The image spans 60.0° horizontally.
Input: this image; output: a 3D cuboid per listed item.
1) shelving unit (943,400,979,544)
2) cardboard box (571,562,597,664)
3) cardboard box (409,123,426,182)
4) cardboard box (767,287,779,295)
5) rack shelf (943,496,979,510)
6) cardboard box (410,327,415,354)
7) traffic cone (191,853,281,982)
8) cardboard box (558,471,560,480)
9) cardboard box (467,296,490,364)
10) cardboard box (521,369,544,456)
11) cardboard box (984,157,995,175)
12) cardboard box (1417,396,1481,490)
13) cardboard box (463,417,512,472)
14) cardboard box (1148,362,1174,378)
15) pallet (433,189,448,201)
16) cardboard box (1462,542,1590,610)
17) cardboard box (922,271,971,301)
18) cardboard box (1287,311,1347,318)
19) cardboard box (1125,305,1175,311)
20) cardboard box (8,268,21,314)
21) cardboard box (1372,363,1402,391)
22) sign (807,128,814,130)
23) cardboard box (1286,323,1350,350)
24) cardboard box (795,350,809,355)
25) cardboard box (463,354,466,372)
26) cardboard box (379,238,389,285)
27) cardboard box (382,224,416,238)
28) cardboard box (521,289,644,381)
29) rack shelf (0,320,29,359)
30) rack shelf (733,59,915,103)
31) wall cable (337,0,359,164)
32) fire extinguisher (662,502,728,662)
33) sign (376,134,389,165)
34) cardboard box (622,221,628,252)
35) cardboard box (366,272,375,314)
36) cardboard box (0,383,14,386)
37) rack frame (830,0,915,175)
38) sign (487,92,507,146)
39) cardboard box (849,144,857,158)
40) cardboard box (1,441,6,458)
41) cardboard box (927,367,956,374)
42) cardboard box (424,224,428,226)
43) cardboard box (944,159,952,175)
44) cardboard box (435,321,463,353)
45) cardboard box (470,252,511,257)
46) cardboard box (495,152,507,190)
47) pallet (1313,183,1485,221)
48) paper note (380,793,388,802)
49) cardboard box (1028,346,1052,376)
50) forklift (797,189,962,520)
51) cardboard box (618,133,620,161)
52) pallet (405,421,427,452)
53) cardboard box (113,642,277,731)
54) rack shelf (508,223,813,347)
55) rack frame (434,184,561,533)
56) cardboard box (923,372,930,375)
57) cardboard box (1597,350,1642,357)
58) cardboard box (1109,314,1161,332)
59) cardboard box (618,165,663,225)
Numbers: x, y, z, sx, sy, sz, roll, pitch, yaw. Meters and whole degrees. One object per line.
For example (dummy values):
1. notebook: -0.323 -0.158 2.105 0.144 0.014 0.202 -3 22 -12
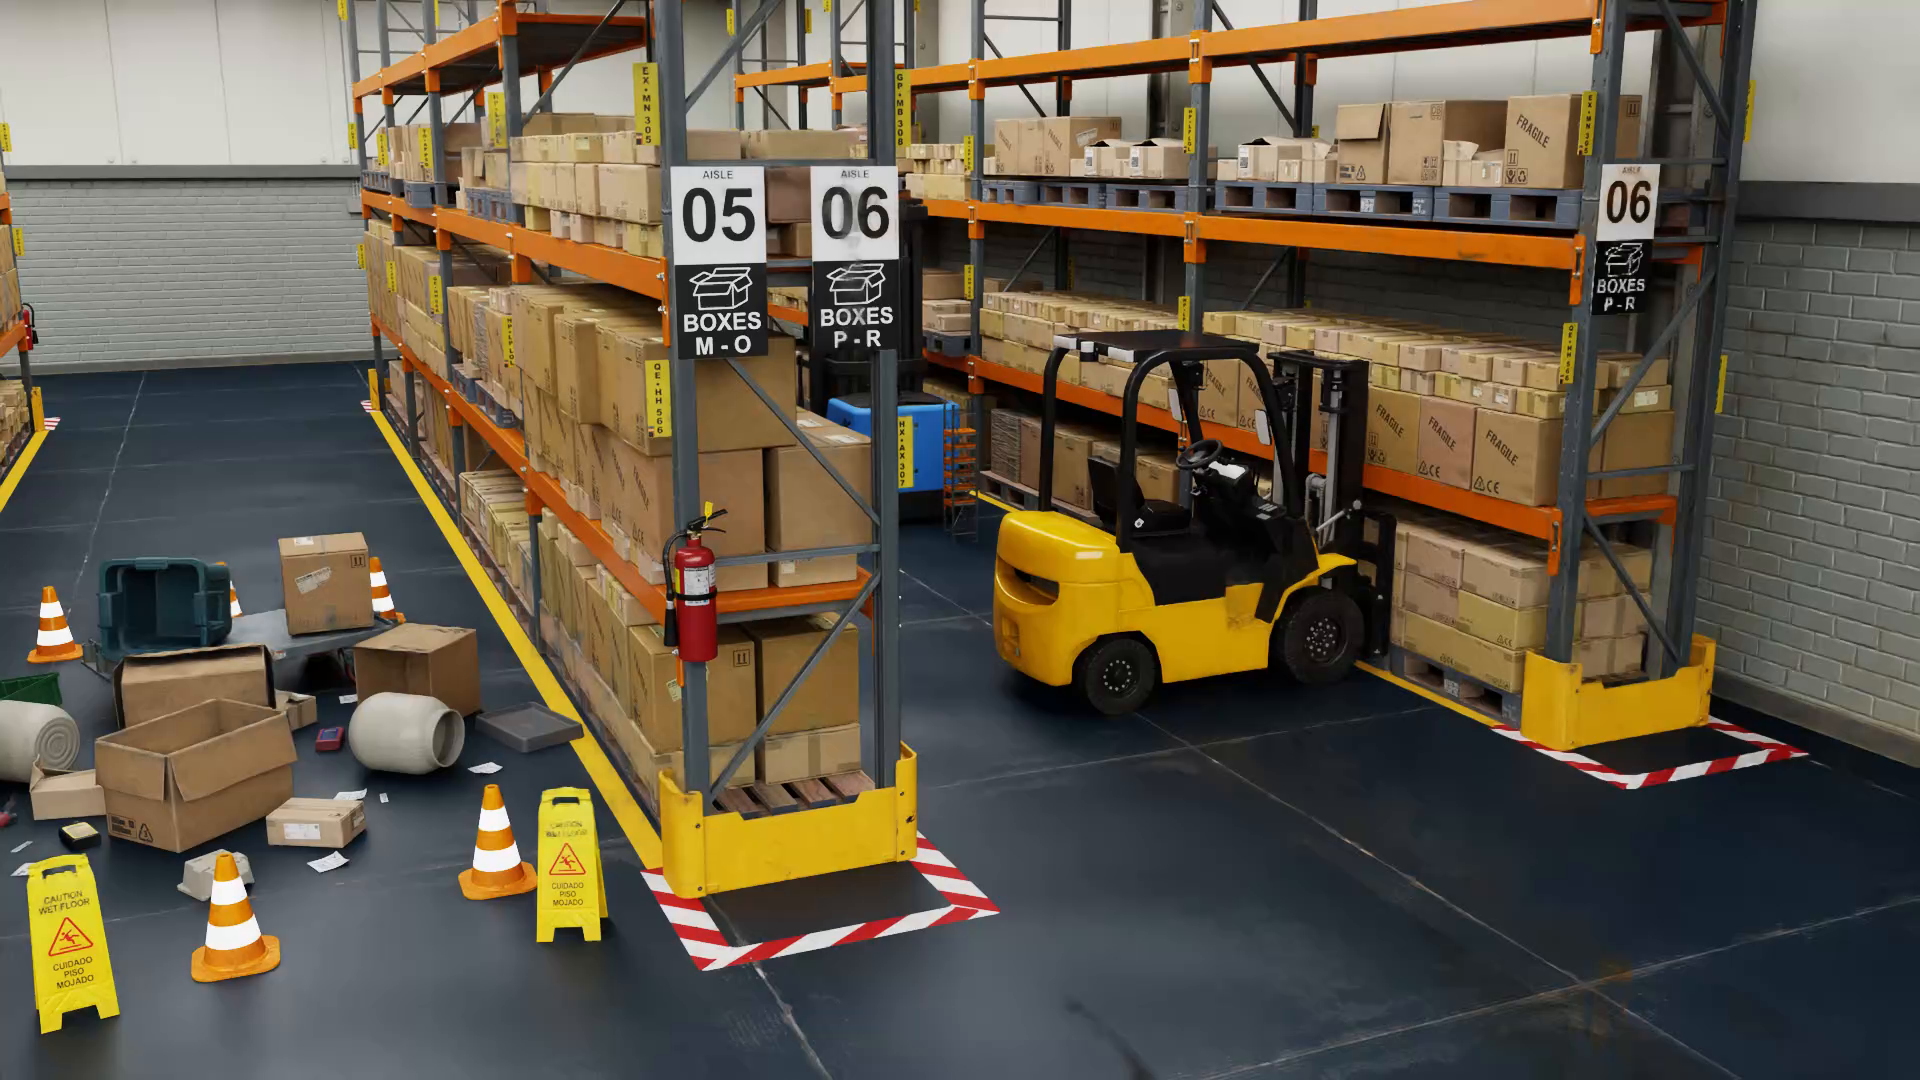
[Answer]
1. shelving unit: 0.006 -0.582 14.222 0.258 1.200 0.189 -6 14 -23
2. cardboard box: -1.939 0.382 9.573 0.500 0.500 0.500 -5 14 -20
3. cardboard box: -4.532 -3.480 14.947 0.700 0.500 0.500 -6 15 -26
4. cardboard box: -2.276 -3.425 22.188 0.500 0.250 0.500 -6 14 -24
5. rack shelf: 0.006 -0.304 14.286 0.258 0.103 0.180 -6 14 -23
6. cardboard box: -5.230 -2.002 16.701 0.500 0.250 0.500 -6 14 -23
7. traffic cone: -2.992 1.509 6.822 0.336 0.463 0.334 -6 14 -23
8. cardboard box: -2.244 -0.435 10.155 0.380 0.149 0.250 -6 14 -23
9. cardboard box: -3.559 -1.646 13.016 0.500 0.500 0.500 -5 14 -22
10. cardboard box: -2.438 -0.829 10.417 0.500 0.500 0.500 -6 14 -23
11. cardboard box: 0.446 -3.528 15.674 0.380 0.166 0.250 -6 14 -23
12. cardboard box: 3.153 -0.609 10.125 0.500 0.500 0.500 -5 14 -21
13. cardboard box: -4.162 -0.897 15.375 0.875 0.875 0.875 -6 14 -23
14. cardboard box: 1.756 -1.449 13.203 0.500 0.250 0.500 -6 14 -24
15. pallet: -5.151 -3.587 16.989 0.805 0.209 1.217 -6 14 -25
16. cardboard box: 3.319 0.207 9.772 0.500 0.250 0.500 -5 14 -21
17. cardboard box: -0.238 -2.602 17.800 0.797 0.503 0.637 -6 14 -24
18. cardboard box: 2.655 -1.616 12.379 0.380 0.149 0.250 -6 14 -24
19. cardboard box: 1.675 -1.976 14.596 0.380 0.149 0.250 -5 14 -22
20. cardboard box: -11.245 -2.887 19.308 0.500 0.500 0.500 -5 14 -22
21. cardboard box: 2.858 -1.048 10.584 0.380 0.149 0.250 -6 14 -23
22. sign: -2.103 -5.618 23.376 0.100 0.325 0.005 -6 14 -23
23. cardboard box: 2.479 -1.406 11.472 0.380 0.149 0.250 -6 14 -24
24. cardboard box: -2.034 -2.233 21.978 0.500 0.500 0.500 -5 14 -22
25. cardboard box: -3.852 -1.454 13.625 0.380 0.149 0.250 -7 15 -27
26. cardboard box: -6.414 -3.222 19.201 0.500 0.500 0.500 -5 14 -22
27. cardboard box: -6.545 -3.610 19.438 0.380 0.149 0.250 -6 14 -23
28. cardboard box: -2.197 -1.214 9.864 0.700 0.500 0.500 -6 14 -23
29. rack shelf: -10.860 -1.999 17.949 1.077 0.370 4.000 -6 14 -23
30. rack shelf: -1.818 -5.837 21.236 1.077 0.370 4.000 -6 14 -23
31. wall cable: -9.703 -7.303 25.967 0.463 3.000 0.029 -6 14 -23
32. fire extinguisher: -1.133 0.178 7.119 0.296 0.674 0.183 -6 14 -23
33. sign: -6.072 -4.105 17.481 0.100 0.325 0.005 -6 14 -23
34. cardboard box: -1.361 -1.419 7.752 0.380 0.149 0.250 -5 14 -21
35. cardboard box: -7.237 -3.154 21.124 0.500 0.500 0.500 -6 14 -23
36. cardboard box: -11.169 -1.724 19.240 0.380 0.149 0.250 -5 14 -22
37. rack frame: -1.017 -5.776 19.369 1.000 3.000 0.127 -6 14 -23
38. sign: -2.866 -2.606 10.303 0.100 0.325 0.005 -6 14 -23
39. cardboard box: -1.065 -4.384 18.752 0.380 0.149 0.250 -6 14 -24
40. cardboard box: -10.017 -0.911 17.045 0.380 0.149 0.250 -5 14 -21
41. cardboard box: -0.202 -1.890 19.059 0.380 0.149 0.250 -5 14 -21
42. cardboard box: -6.190 -3.712 19.877 0.380 0.149 0.250 -5 14 -21
43. cardboard box: 0.055 -3.773 16.814 0.380 0.149 0.250 -5 14 -22
44. cardboard box: -4.388 -1.825 14.828 0.500 0.250 0.500 -6 14 -23
45. cardboard box: -4.535 -2.552 16.304 0.500 0.500 0.500 -5 14 -22
46. cardboard box: -2.924 -2.557 11.513 0.500 0.250 0.500 -5 14 -22
47. pallet: 3.038 -2.193 10.737 1.003 0.211 1.213 -6 14 -23
48. paper note: -2.977 1.332 8.592 0.032 0.001 0.123 -6 14 -23
49. cardboard box: 0.949 -1.630 15.092 0.500 0.250 0.500 -6 14 -25
50. forklift: -0.988 -1.873 15.962 1.130 2.935 3.031 -5 14 -21
51. cardboard box: -1.404 -1.860 7.892 0.380 0.149 0.250 -6 14 -23
52. pallet: -5.797 -1.210 19.128 1.003 0.211 1.213 -6 14 -23
53. cardboard box: -4.162 0.899 9.070 0.797 0.637 0.503 -6 14 -23
54. rack shelf: -1.558 -1.449 8.921 1.077 0.370 4.000 -6 14 -23
55. rack frame: -3.962 -1.578 14.534 1.000 3.000 0.127 -6 14 -23
56. cardboard box: -0.537 -1.794 18.641 0.380 0.149 0.250 -5 14 -21
57. cardboard box: 3.802 -1.033 9.860 0.380 0.149 0.250 -5 14 -21
58. cardboard box: 1.450 -1.765 13.683 0.380 0.149 0.250 -6 14 -25
59. cardboard box: -1.209 -1.539 7.389 0.500 0.250 0.500 -6 14 -24
